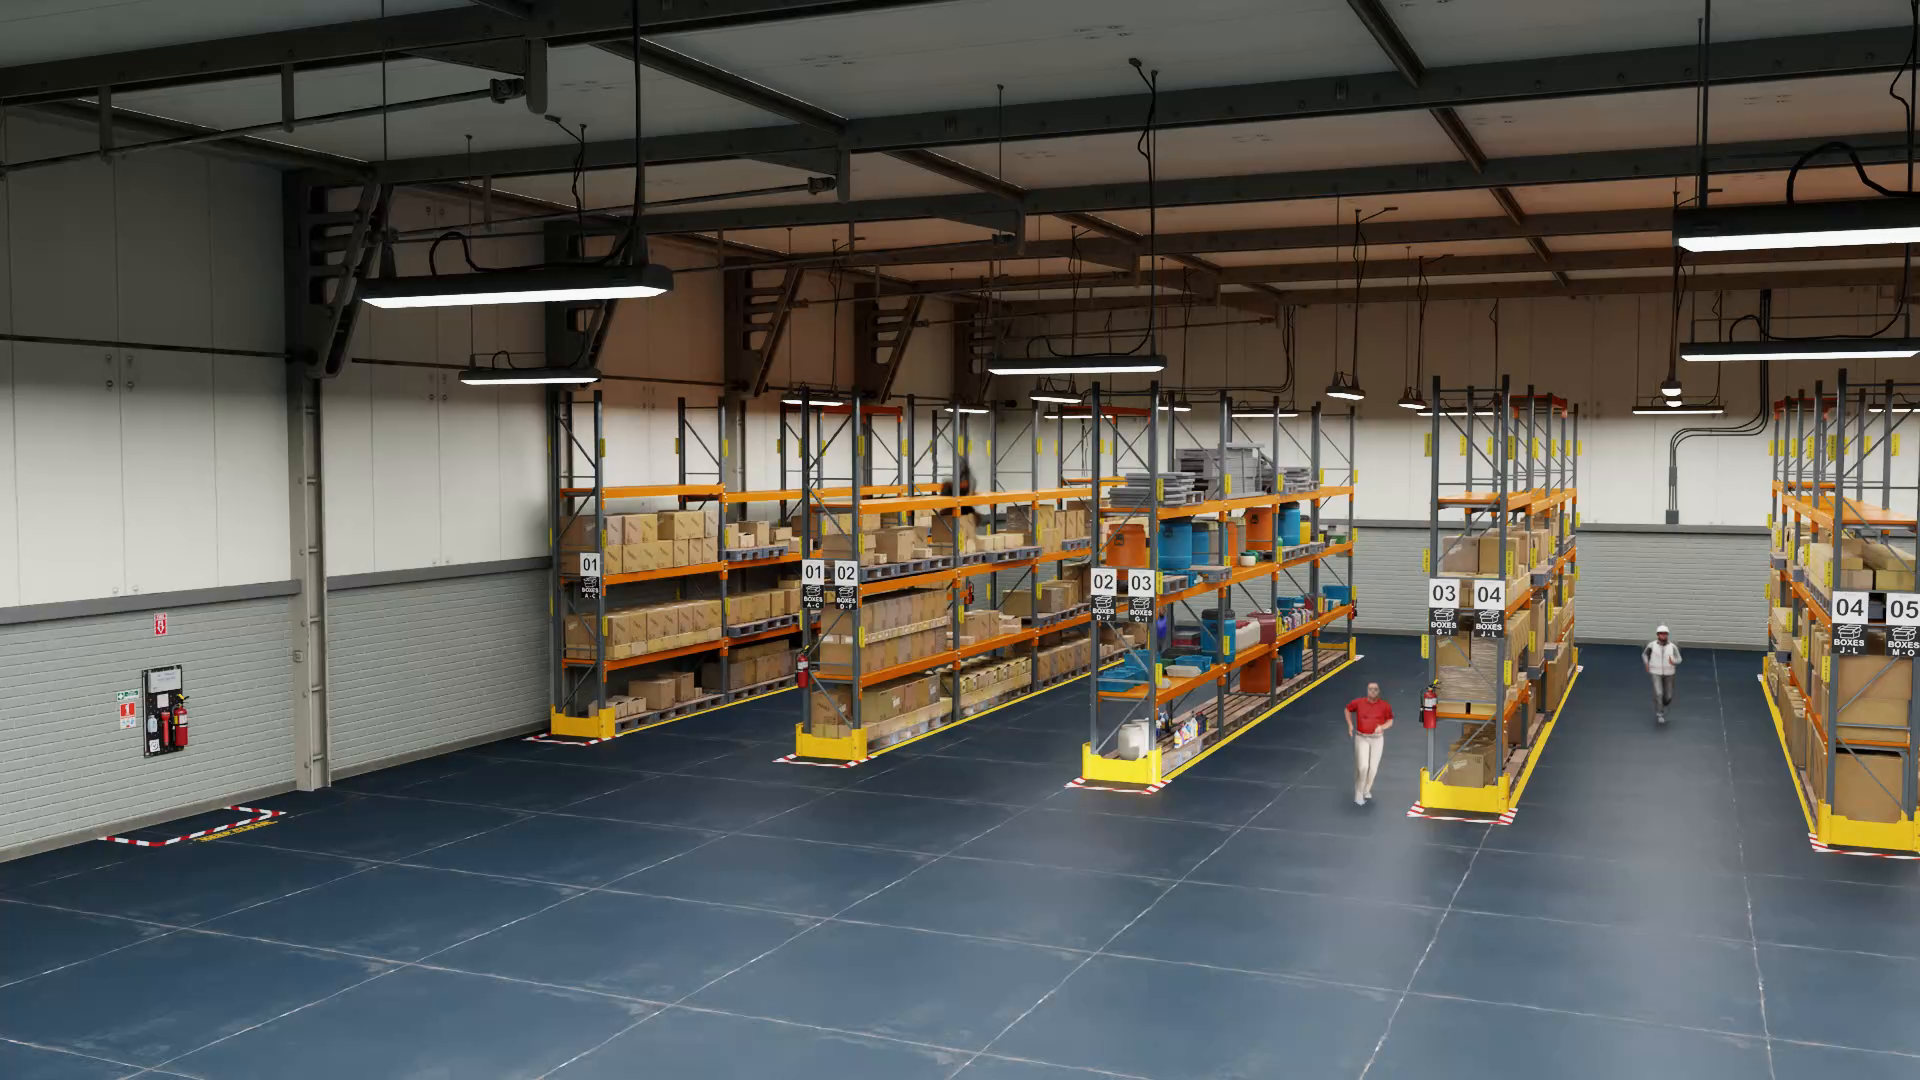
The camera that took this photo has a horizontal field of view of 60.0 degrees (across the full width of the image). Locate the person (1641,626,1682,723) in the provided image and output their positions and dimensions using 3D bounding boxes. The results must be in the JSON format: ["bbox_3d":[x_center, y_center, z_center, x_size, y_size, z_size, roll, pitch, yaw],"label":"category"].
[{"bbox_3d":[12.841,2.442,30.428,0.668,1.748,0.896,1,3,15],"label":"person"}]

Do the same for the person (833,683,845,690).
[{"bbox_3d":[-2.210,2.429,30.703,0.654,1.823,0.853,1,3,22],"label":"person"}]

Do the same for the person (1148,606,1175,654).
[{"bbox_3d":[4.328,2.230,35.753,0.575,1.618,0.611,1,3,9],"label":"person"}]

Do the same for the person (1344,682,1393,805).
[{"bbox_3d":[5.782,2.876,23.492,0.648,1.753,0.694,0,3,7],"label":"person"}]
